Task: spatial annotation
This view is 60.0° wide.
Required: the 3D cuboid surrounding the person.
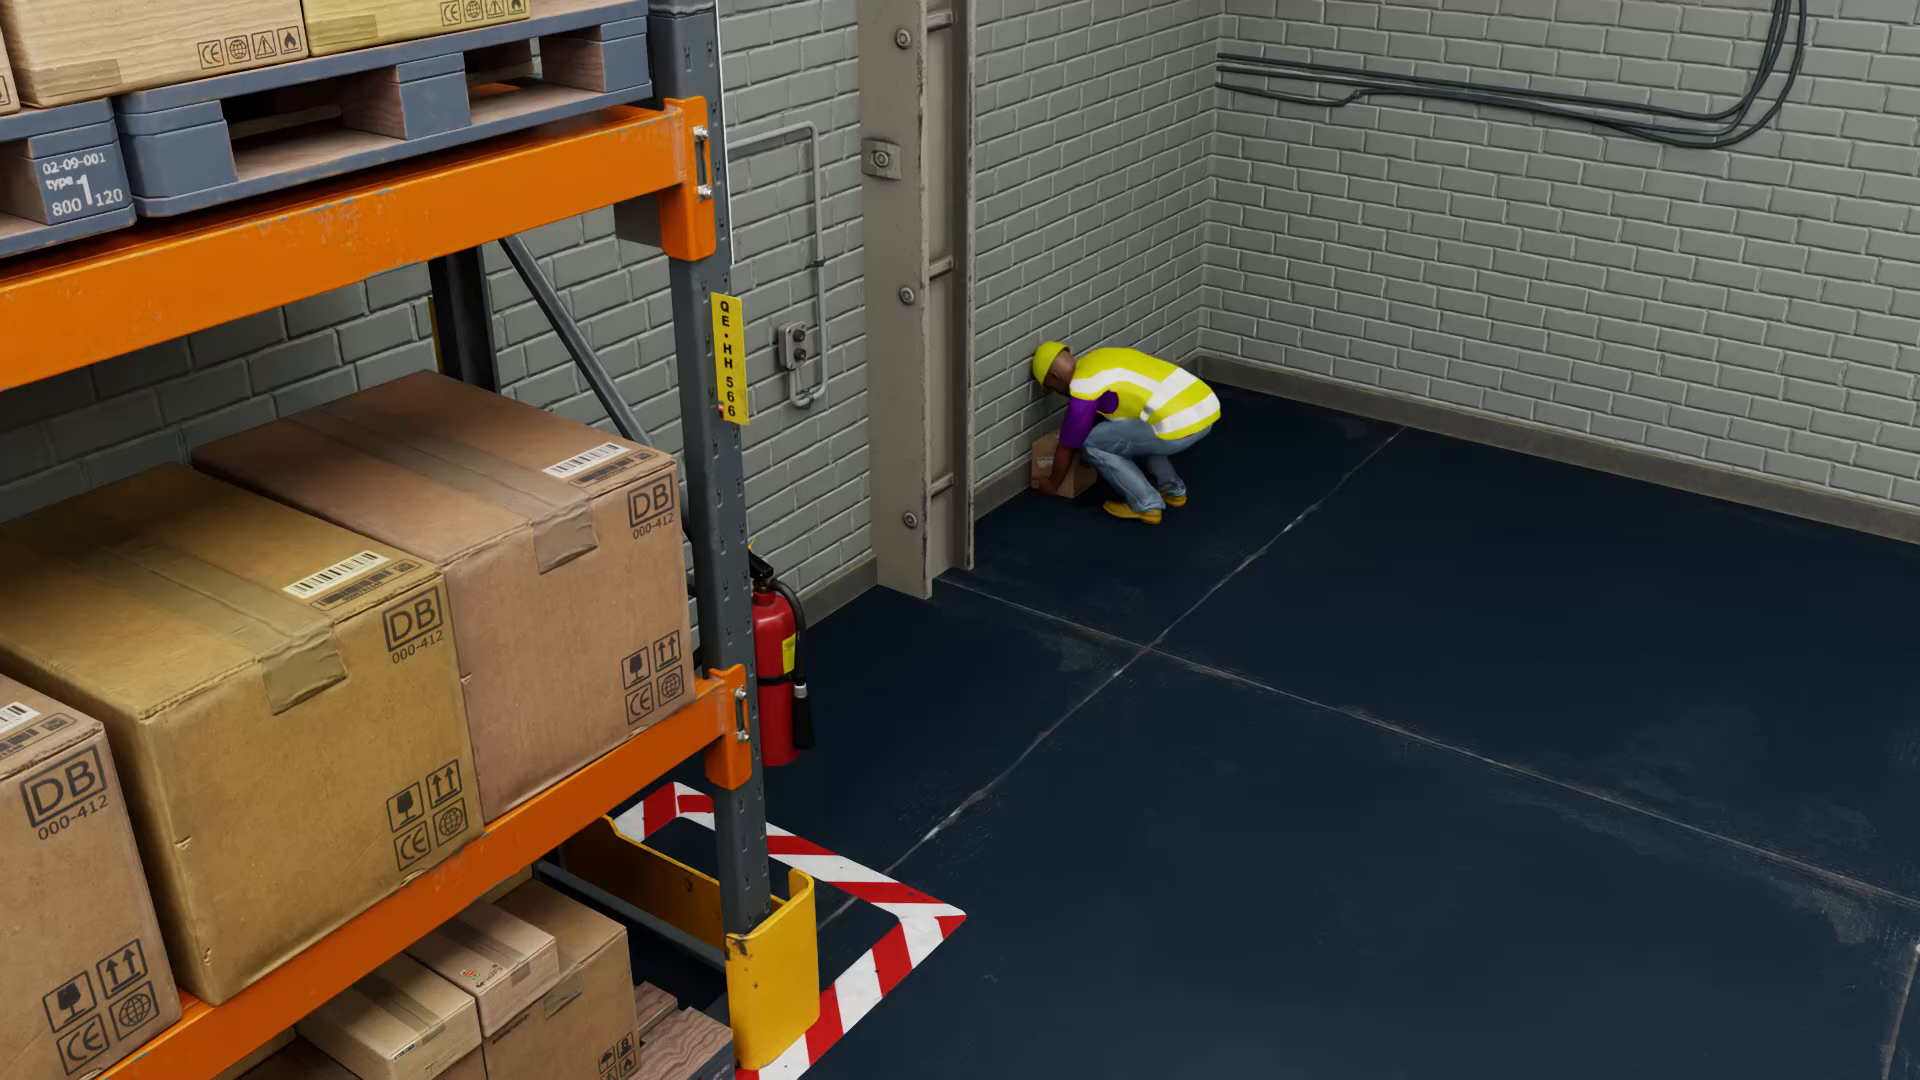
[{"bbox_3d":[0.786,-0.542,8.266,0.968,0.810,0.523,16,31,29],"label":"person"}]
